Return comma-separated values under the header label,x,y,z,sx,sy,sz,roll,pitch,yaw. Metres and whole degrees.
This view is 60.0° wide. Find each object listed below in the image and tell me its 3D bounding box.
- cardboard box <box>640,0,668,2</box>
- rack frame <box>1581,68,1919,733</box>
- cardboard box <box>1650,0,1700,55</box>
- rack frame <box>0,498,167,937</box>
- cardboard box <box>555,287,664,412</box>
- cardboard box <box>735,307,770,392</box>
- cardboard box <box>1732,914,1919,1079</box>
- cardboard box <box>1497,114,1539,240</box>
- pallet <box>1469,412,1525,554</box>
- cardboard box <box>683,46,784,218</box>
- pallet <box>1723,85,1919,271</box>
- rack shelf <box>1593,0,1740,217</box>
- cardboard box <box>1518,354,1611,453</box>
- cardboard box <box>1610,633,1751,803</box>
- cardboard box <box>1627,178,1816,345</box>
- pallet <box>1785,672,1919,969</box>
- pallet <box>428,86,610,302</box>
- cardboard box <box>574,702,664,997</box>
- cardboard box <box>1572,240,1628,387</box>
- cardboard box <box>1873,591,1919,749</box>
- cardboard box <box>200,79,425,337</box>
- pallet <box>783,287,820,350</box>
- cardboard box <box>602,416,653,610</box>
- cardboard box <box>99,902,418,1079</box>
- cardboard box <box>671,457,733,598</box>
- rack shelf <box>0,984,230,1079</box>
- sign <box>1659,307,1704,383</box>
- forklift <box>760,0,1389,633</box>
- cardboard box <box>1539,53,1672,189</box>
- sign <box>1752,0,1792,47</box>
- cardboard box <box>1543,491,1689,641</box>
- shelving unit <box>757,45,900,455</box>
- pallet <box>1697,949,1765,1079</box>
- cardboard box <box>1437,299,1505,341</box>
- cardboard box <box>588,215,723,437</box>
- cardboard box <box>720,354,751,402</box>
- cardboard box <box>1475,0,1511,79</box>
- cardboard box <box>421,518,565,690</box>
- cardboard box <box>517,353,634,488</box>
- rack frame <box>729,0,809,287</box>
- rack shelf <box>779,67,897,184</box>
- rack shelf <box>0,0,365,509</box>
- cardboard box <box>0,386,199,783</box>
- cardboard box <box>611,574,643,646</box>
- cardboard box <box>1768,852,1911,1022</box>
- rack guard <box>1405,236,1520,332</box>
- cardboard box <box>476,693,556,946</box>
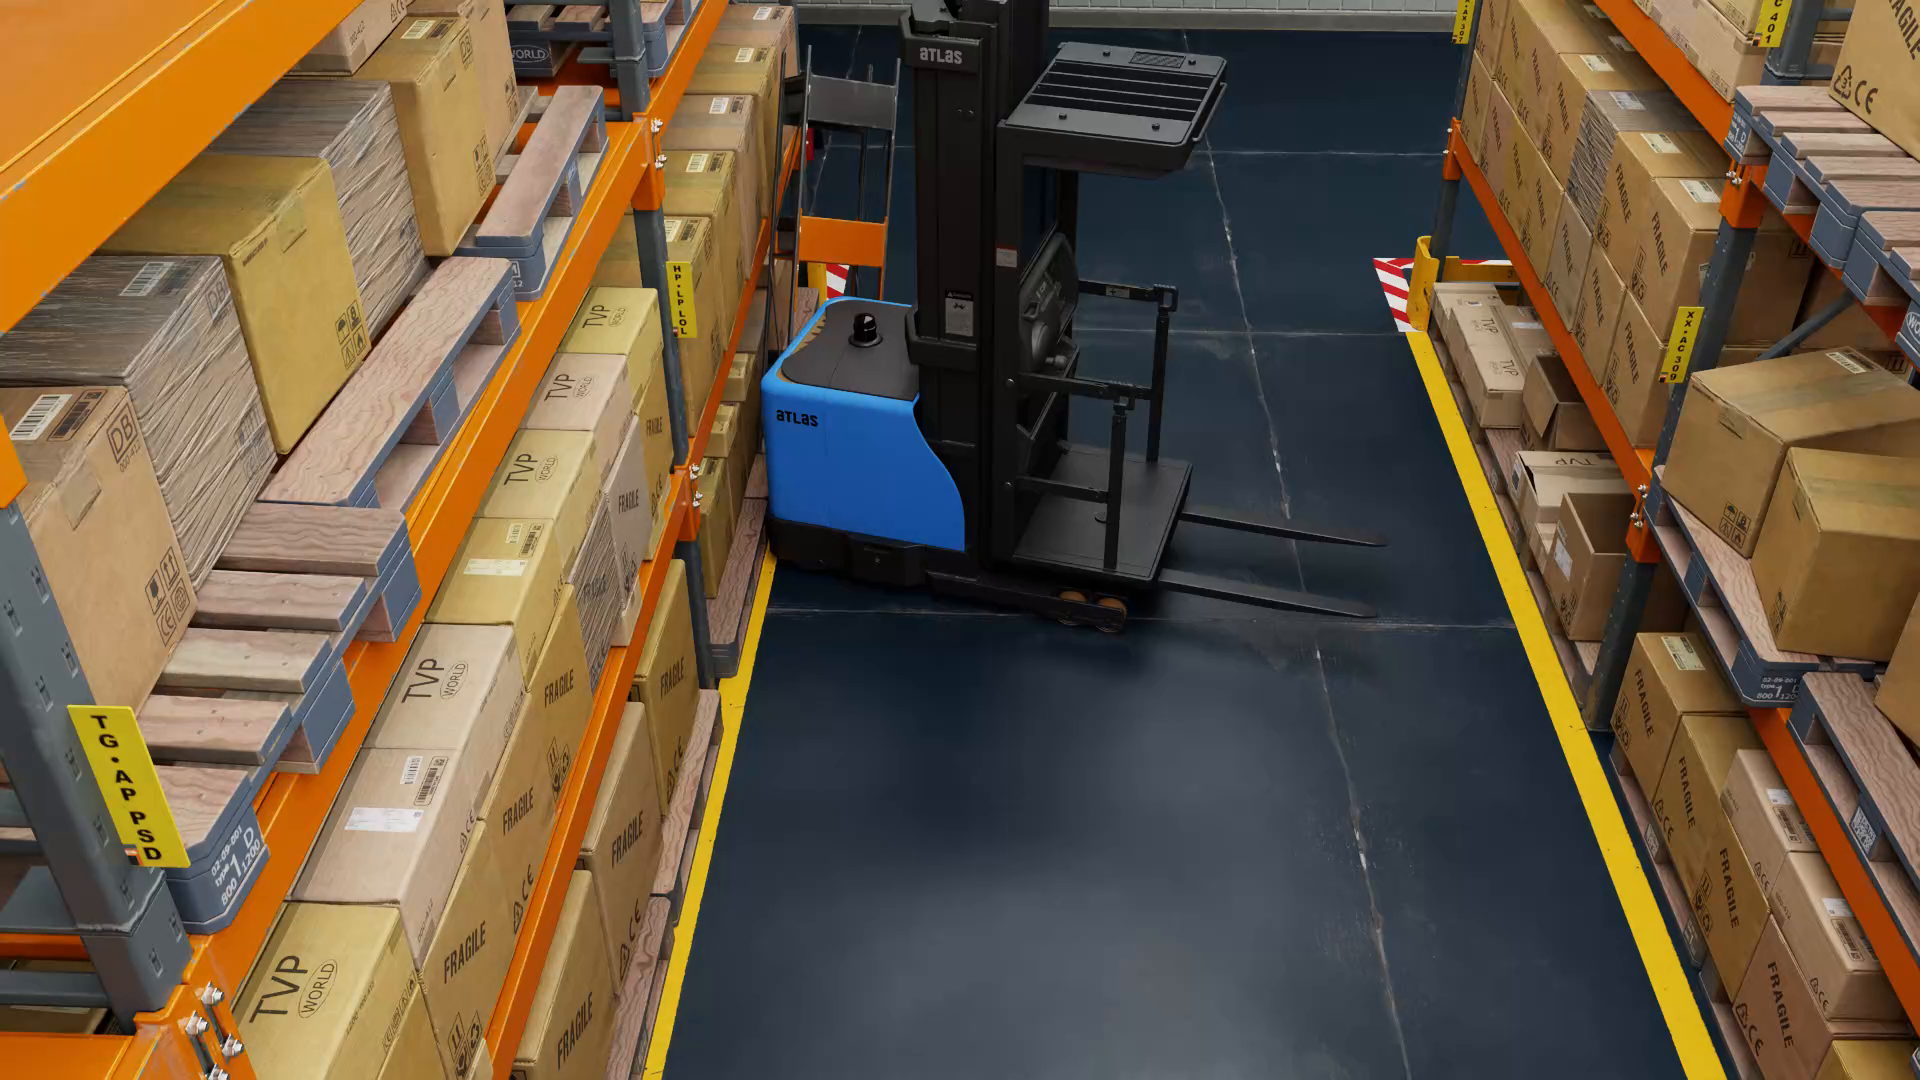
label,x,y,z,sx,sy,sz,roll,pitch,yaw
cardboard box,-1.338,-2.268,6.384,0.500,0.250,0.500,1,35,2
rack frame,3.321,-0.387,6.637,1.000,3.000,0.127,1,35,2
cardboard box,3.105,-2.125,6.633,0.500,0.250,0.500,1,35,2
rack frame,-1.790,-0.655,1.802,1.000,3.000,0.127,1,35,2
cardboard box,-1.392,-0.702,6.071,0.500,0.250,0.500,2,35,3
cardboard box,-1.436,-0.965,9.269,0.700,0.500,0.500,0,35,0
cardboard box,2.999,1.612,5.584,0.500,0.500,0.500,0,35,0
cardboard box,3.162,-1.892,8.692,0.500,0.500,0.500,1,35,2
pallet,3.396,-0.343,9.000,1.003,0.211,1.213,1,35,2
cardboard box,-1.497,-2.208,8.968,0.980,0.700,0.700,1,35,2
pallet,3.225,-1.164,5.298,1.213,0.211,1.003,1,35,2
rack shelf,3.401,-2.469,7.617,1.077,0.370,4.000,1,35,2
cardboard box,3.391,-0.625,8.765,0.797,0.503,0.637,1,35,2
cardboard box,3.058,0.728,6.842,0.500,0.500,0.500,0,35,0
cardboard box,3.082,-1.133,6.743,0.500,0.500,0.500,2,35,2
pallet,3.234,0.873,5.012,1.003,0.211,1.213,1,35,2
pallet,-1.617,-1.120,5.238,0.805,0.209,1.217,0,35,0
cardboard box,-1.558,1.096,6.032,0.750,0.750,0.750,2,35,3
cardboard box,3.104,-1.017,7.447,0.500,0.500,0.500,2,35,3
cardboard box,3.312,0.417,5.041,0.700,0.500,0.500,-7,36,-10
cardboard box,-1.816,-0.836,4.199,0.700,0.500,0.500,1,35,2
pallet,-1.422,-1.195,10.213,1.003,0.211,1.213,1,35,2
cardboard box,-1.406,-0.105,5.874,0.500,0.500,0.500,2,35,2
cardboard box,-1.513,1.050,3.578,0.500,0.250,0.500,2,35,3
cardboard box,-1.497,-0.075,8.003,0.700,0.500,0.500,2,35,2
rack shelf,-1.870,2.015,1.236,1.077,0.370,4.000,1,35,2
sign,2.778,-0.749,6.400,0.100,0.325,0.005,1,35,2
forklift,0.602,-1.093,7.702,3.031,2.935,1.130,10,36,14
cardboard box,3.142,-2.006,7.985,0.500,0.500,0.500,1,35,1
sign,2.778,-1.834,5.638,0.100,0.325,0.005,1,35,2
cardboard box,3.060,0.122,7.705,0.500,0.500,0.500,1,35,2
shelving unit,-0.702,-1.472,8.759,0.503,2.100,0.431,0,9,-26
pallet,3.280,1.925,5.773,1.003,0.211,1.213,1,35,2
cardboard box,3.111,-1.329,10.060,0.380,0.166,0.250,1,35,2
cardboard box,-1.591,-0.933,7.154,0.980,0.700,0.700,2,35,3
cardboard box,-1.280,-0.833,8.517,0.380,0.149,0.250,0,35,1
cardboard box,3.200,-2.886,9.237,0.500,0.500,0.500,2,35,3
cardboard box,-1.463,0.177,4.820,0.500,0.250,0.500,1,35,1
cardboard box,-1.422,-0.409,5.653,0.500,0.250,0.500,2,35,3
rack frame,-1.468,-2.797,10.067,1.000,3.000,0.127,1,35,2
rack shelf,-0.647,-2.149,8.660,0.480,0.518,0.431,0,9,-26
rack shelf,-1.709,-1.346,3.759,1.077,0.370,4.000,1,35,2
cardboard box,-1.828,0.076,2.900,0.700,0.500,0.500,-1,35,-2
cardboard box,-1.354,0.243,5.942,0.380,0.149,0.250,1,35,2
cardboard box,2.998,1.284,5.399,0.500,0.250,0.500,1,35,1
rack guard,3.478,-1.618,10.564,1.175,0.500,0.348,1,35,2
cardboard box,-1.463,0.769,4.629,0.500,0.500,0.500,1,35,2
